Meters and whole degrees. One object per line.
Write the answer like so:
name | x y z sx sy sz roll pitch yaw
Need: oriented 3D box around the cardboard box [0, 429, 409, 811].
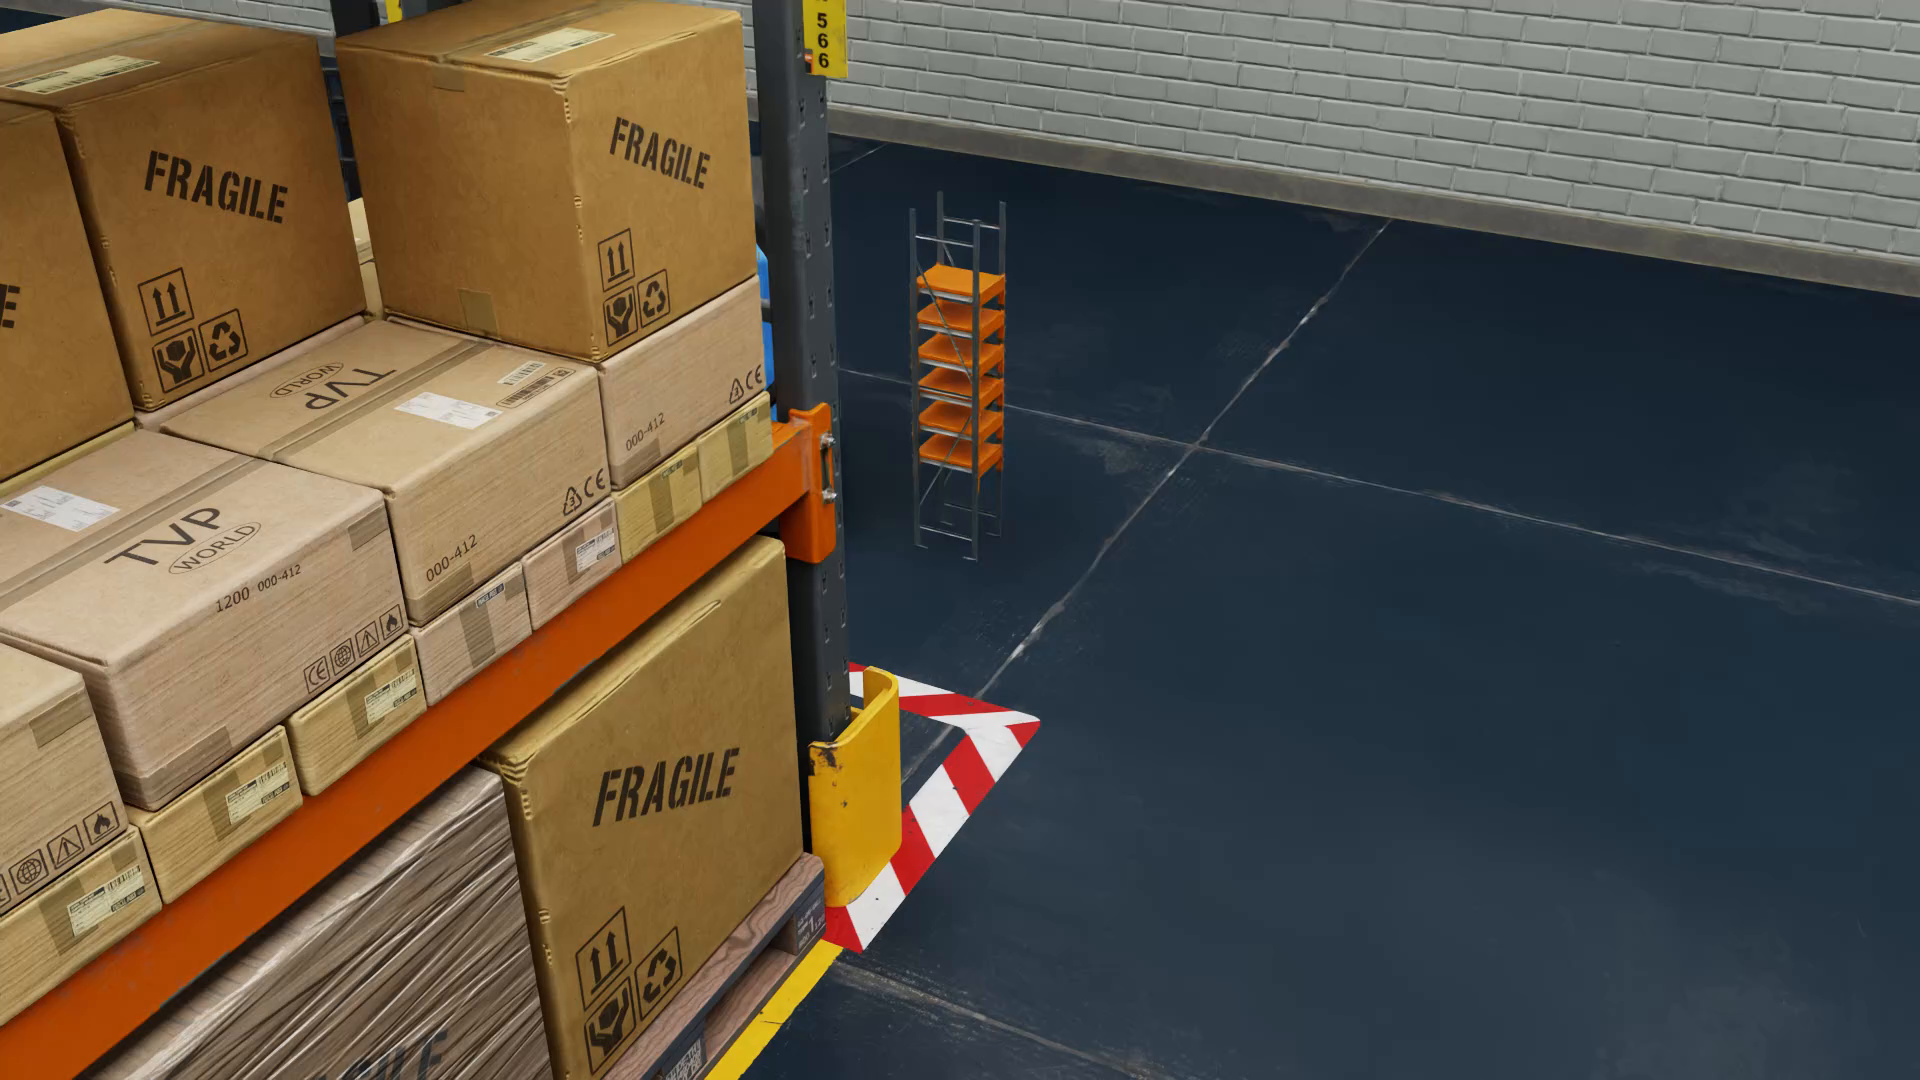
cardboard box | -1.187 0.092 2.430 0.500 0.250 0.500 13 32 22

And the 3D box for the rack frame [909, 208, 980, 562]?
rack frame | -0.048 -0.473 5.369 0.240 1.200 0.006 14 33 23

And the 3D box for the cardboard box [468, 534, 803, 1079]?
cardboard box | -0.960 0.471 3.629 0.875 0.875 0.875 14 33 23

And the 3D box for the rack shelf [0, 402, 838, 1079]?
rack shelf | -1.650 0.629 2.365 1.077 0.370 4.000 14 33 23

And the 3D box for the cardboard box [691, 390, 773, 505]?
cardboard box | -0.608 -0.228 3.387 0.380 0.149 0.250 15 33 24

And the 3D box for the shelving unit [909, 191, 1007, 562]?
shelving unit | -0.007 -0.514 5.440 0.258 1.200 0.189 14 33 23

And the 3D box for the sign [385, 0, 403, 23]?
sign | -1.231 -1.108 3.718 0.100 0.325 0.005 14 33 23

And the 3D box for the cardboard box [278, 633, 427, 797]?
cardboard box | -1.072 0.225 2.598 0.380 0.149 0.250 14 33 22

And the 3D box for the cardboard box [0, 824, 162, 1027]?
cardboard box | -1.305 0.449 2.207 0.380 0.149 0.250 15 33 24

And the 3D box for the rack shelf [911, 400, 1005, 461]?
rack shelf | -0.007 -0.371 5.522 0.258 0.103 0.180 14 33 23

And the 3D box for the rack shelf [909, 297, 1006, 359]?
rack shelf | -0.007 -0.683 5.343 0.258 0.103 0.180 14 33 23

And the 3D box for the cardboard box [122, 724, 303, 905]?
cardboard box | -1.190 0.340 2.398 0.380 0.149 0.250 14 33 23

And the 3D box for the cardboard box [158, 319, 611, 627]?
cardboard box | -0.955 -0.134 2.823 0.500 0.250 0.500 14 33 22

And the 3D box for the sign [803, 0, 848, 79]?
sign | -0.262 -1.045 3.157 0.100 0.325 0.005 14 33 23

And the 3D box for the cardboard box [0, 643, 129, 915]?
cardboard box | -1.421 0.324 2.026 0.500 0.250 0.500 14 33 23

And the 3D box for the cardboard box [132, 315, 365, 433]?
cardboard box | -1.429 -0.250 3.025 0.500 0.250 0.500 14 33 23

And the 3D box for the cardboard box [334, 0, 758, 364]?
cardboard box | -0.727 -0.683 3.026 0.500 0.500 0.500 15 33 24

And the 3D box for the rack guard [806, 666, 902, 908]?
rack guard | -0.728 0.504 4.371 1.175 0.500 0.348 14 33 23

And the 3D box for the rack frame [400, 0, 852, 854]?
rack frame | -0.739 -0.570 3.730 1.000 3.000 0.127 14 33 23

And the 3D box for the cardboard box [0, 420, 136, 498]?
cardboard box | -1.661 -0.028 2.639 0.500 0.250 0.500 13 32 22

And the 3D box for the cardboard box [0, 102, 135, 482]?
cardboard box | -1.657 -0.355 2.454 0.500 0.500 0.500 13 32 22

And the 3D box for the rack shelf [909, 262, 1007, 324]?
rack shelf | -0.007 -0.788 5.283 0.258 0.103 0.180 14 33 23

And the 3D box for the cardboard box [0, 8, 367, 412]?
cardboard box | -1.426 -0.586 2.857 0.500 0.500 0.500 13 33 22

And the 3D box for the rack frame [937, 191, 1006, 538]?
rack frame | 0.035 -0.554 5.511 0.240 1.200 0.006 14 33 23

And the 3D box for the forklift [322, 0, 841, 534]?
forklift | -2.000 -1.532 5.475 3.031 2.935 1.130 2 30 3

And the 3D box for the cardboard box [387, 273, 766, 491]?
cardboard box | -0.724 -0.359 3.214 0.500 0.250 0.500 14 33 23

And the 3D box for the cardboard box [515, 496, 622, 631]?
cardboard box | -0.841 -0.001 2.992 0.380 0.149 0.250 14 33 23

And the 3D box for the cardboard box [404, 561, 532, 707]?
cardboard box | -0.956 0.109 2.800 0.380 0.149 0.250 15 33 24

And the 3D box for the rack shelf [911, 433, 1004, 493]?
rack shelf | -0.007 -0.267 5.582 0.258 0.103 0.180 14 33 23

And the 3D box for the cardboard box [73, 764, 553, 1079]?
cardboard box | -1.374 0.875 2.926 0.875 0.875 0.875 14 33 23

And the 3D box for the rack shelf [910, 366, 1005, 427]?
rack shelf | -0.007 -0.475 5.462 0.258 0.103 0.180 14 33 23

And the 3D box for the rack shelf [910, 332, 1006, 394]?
rack shelf | -0.007 -0.579 5.402 0.258 0.103 0.180 14 33 23

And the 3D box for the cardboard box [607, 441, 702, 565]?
cardboard box | -0.725 -0.113 3.186 0.380 0.149 0.250 15 33 24

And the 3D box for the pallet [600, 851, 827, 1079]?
pallet | -1.034 1.012 3.776 1.003 0.211 1.213 14 33 23

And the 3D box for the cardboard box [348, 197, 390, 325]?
cardboard box | -1.198 -0.482 3.429 0.500 0.250 0.500 13 32 22
